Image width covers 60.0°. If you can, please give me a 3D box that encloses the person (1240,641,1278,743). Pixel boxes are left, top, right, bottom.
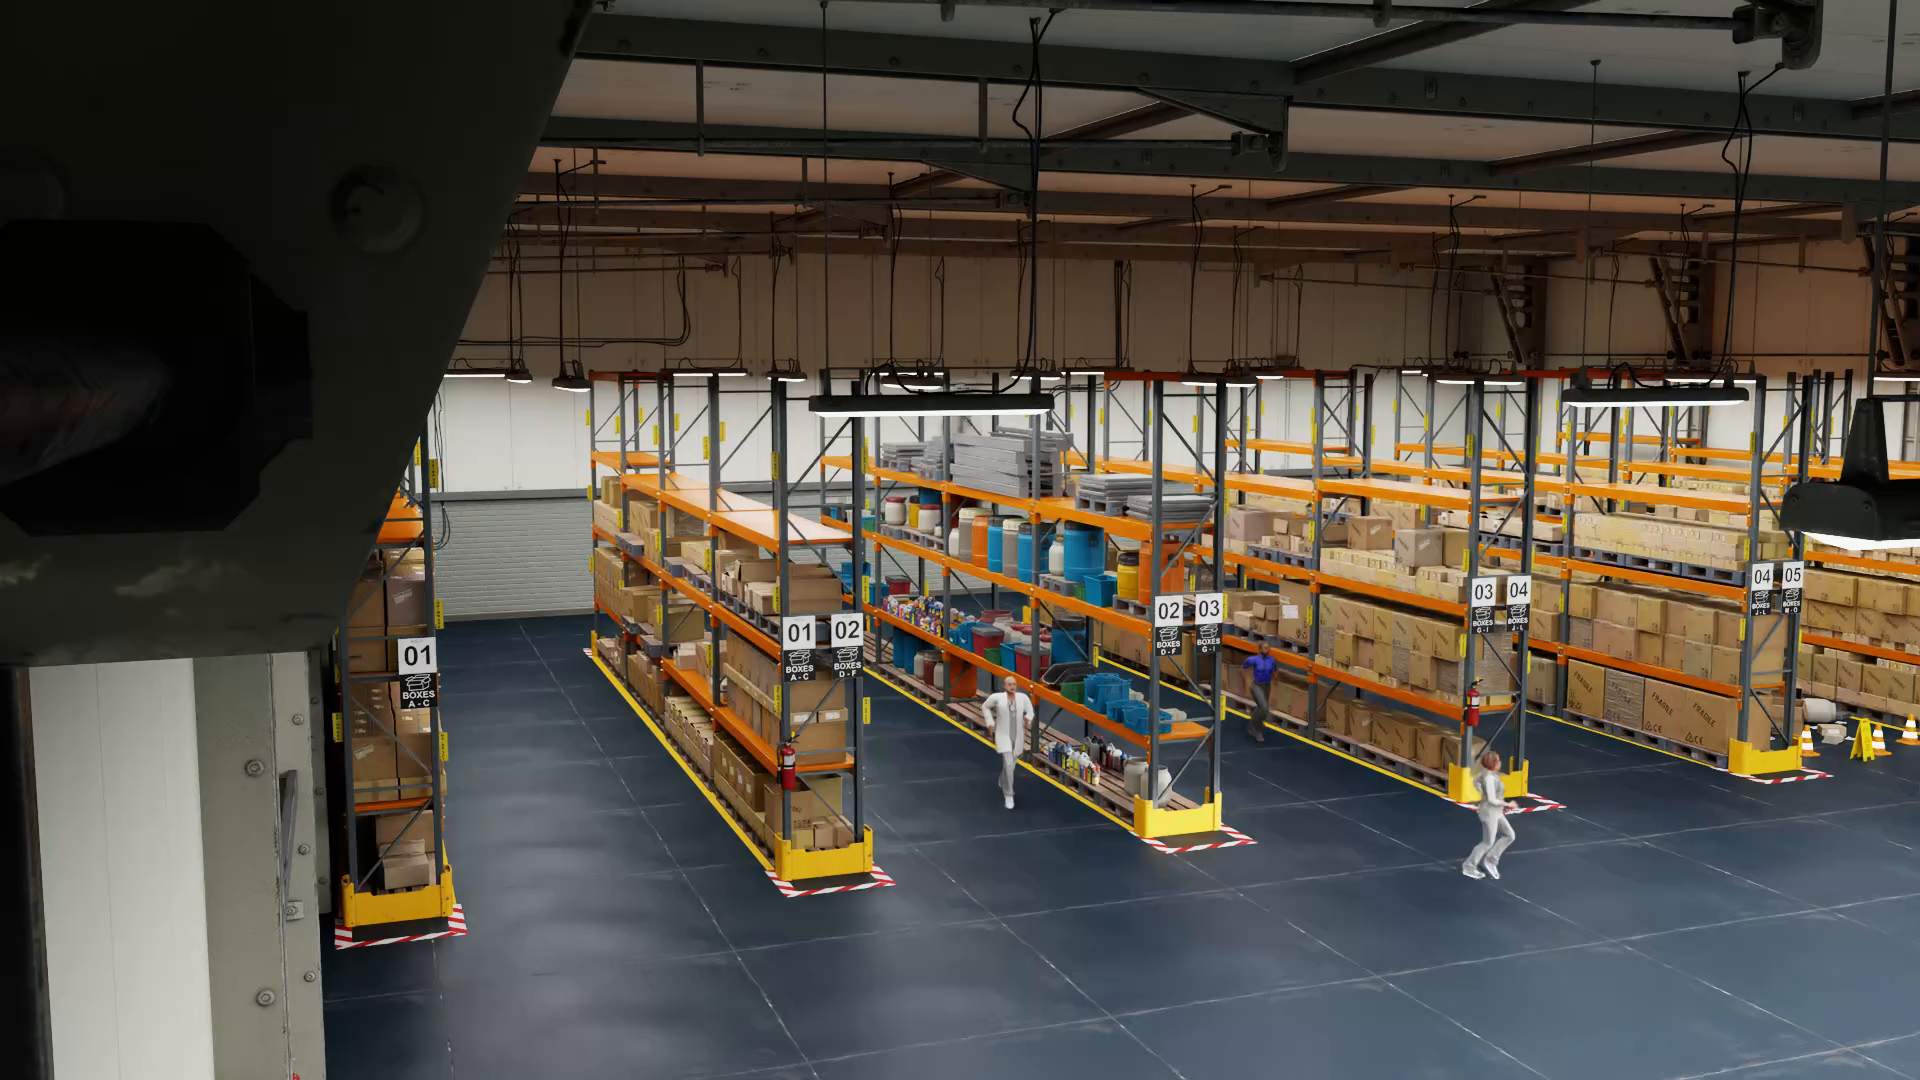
[{"bbox_3d":[4.937,2.484,27.224,0.536,1.690,0.789,-3,7,-28],"label":"person"}]

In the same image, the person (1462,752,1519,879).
[{"bbox_3d":[6.395,3.317,20.020,0.629,1.578,0.545,2,7,18],"label":"person"}]

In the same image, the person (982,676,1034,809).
[{"bbox_3d":[0.708,2.829,23.571,0.688,1.841,0.864,-2,7,-20],"label":"person"}]
